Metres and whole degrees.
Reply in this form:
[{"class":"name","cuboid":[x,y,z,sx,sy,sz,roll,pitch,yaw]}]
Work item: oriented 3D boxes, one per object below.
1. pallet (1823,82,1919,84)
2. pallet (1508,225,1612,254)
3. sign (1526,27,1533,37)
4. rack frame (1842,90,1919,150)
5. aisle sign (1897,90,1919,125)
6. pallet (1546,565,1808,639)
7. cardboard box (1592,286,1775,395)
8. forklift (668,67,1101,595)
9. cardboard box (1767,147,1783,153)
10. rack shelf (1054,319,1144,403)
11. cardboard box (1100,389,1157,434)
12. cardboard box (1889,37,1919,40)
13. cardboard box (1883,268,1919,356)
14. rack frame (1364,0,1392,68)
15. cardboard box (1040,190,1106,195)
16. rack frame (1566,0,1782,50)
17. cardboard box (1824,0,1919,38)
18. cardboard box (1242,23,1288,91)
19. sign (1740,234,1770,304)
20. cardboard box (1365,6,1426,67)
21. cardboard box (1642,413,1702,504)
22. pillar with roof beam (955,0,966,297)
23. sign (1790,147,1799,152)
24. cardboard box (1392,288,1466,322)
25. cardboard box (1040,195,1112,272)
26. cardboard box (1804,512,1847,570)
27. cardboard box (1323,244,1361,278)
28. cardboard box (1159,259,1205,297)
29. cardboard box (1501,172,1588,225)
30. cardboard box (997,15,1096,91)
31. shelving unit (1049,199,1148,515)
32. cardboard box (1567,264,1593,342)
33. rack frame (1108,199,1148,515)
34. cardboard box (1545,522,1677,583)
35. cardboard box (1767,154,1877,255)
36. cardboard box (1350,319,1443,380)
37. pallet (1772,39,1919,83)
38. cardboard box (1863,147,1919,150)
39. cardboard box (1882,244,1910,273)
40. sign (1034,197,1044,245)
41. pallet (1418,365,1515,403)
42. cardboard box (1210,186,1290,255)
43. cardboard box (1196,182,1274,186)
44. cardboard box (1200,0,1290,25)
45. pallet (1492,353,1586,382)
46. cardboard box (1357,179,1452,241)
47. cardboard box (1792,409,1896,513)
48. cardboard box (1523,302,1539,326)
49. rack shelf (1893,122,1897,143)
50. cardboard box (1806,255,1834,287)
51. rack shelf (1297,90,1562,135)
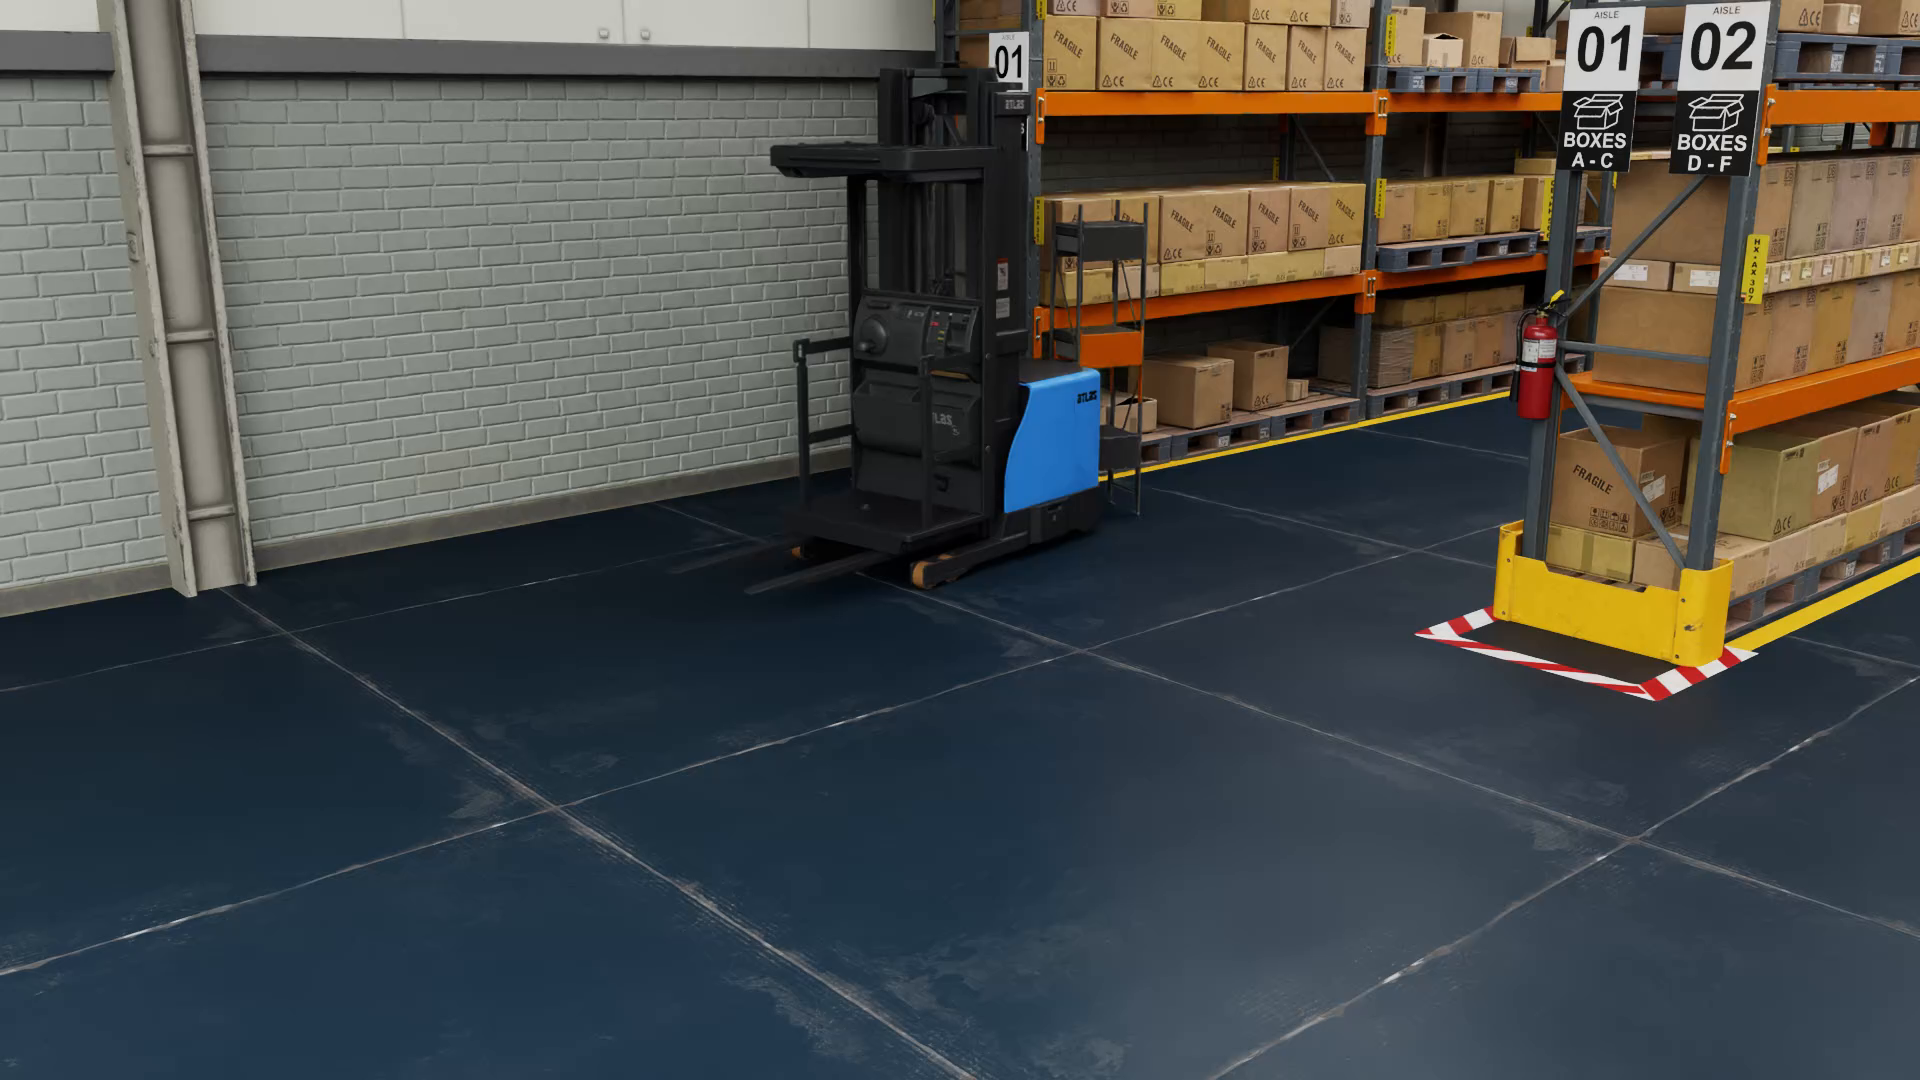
[{"class":"pallet","cuboid":[5.837,-2.884,10.094,1.213,0.211,1.003,-13,19,-39]},{"class":"pallet","cuboid":[5.758,-3.034,16.669,1.003,0.211,1.213,-13,19,-39]},{"class":"sign","cuboid":[5.868,-5.115,17.120,0.005,0.325,0.100,-13,19,-39]},{"class":"rack frame","cuboid":[12.261,-4.624,22.248,0.127,3.000,1.000,-13,19,-39]},{"class":"aisle sign","cuboid":[12.512,-5.834,21.739,0.004,0.787,0.394,-13,19,-39]},{"class":"pallet","cuboid":[3.995,0.260,9.368,1.213,0.211,1.003,-13,19,-39]},{"class":"cardboard box","cuboid":[3.806,-1.075,8.766,0.500,0.500,0.700,-13,19,-39]},{"class":"forklift","cuboid":[-0.402,-1.272,9.832,1.130,2.935,3.031,12,19,38]},{"class":"cardboard box","cuboid":[9.059,-4.381,19.078,0.500,0.250,0.500,-12,19,-38]},{"class":"rack shelf","cuboid":[0.918,-1.193,11.200,0.480,0.518,0.431,-7,16,-24]},{"class":"cardboard box","cuboid":[1.202,-1.023,13.126,0.500,0.311,0.500,-11,18,-35]},{"class":"cardboard box","cuboid":[5.138,-3.142,9.604,0.637,0.503,0.797,-10,18,-33]},{"class":"cardboard box","cuboid":[5.358,-1.424,10.076,0.500,0.500,0.700,-12,19,-39]},{"class":"rack frame","cuboid":[3.209,-5.489,13.863,0.127,3.000,1.000,-13,19,-39]},{"class":"cardboard box","cuboid":[0.793,-2.417,12.787,0.500,0.500,0.500,-12,19,-39]},{"class":"rack frame","cuboid":[3.446,-3.848,7.718,0.127,3.000,1.000,-13,19,-39]},{"class":"cardboard box","cuboid":[4.878,-2.946,8.874,0.500,0.500,0.500,-13,19,-39]},{"class":"cardboard box","cuboid":[2.207,-3.780,13.044,0.500,0.500,0.500,-14,20,-41]},{"class":"sign","cuboid":[3.806,-1.297,7.962,0.005,0.325,0.100,-13,19,-39]},{"class":"cardboard box","cuboid":[3.674,-4.368,14.472,0.500,0.500,0.500,-9,18,-32]},{"class":"cardboard box","cuboid":[4.400,-0.507,9.898,0.500,0.500,0.500,-13,19,-39]},{"class":"pillar with roof beam","cuboid":[2.977,-4.261,9.263,0.400,9.000,9.100,-13,19,-39]},{"class":"sign","cuboid":[9.607,-4.363,19.183,0.005,0.325,0.100,-13,19,-39]},{"class":"cardboard box","cuboid":[4.473,-2.250,15.900,0.500,0.250,0.500,-13,20,-41]},{"class":"cardboard box","cuboid":[0.749,-2.235,12.104,0.500,0.500,0.500,-13,19,-39]},{"class":"cardboard box","cuboid":[4.749,-0.042,9.608,0.500,0.250,0.500,-13,19,-39]},{"class":"cardboard box","cuboid":[3.050,-2.389,14.133,0.500,0.250,0.500,-13,19,-39]},{"class":"cardboard box","cuboid":[1.538,-2.047,12.854,0.500,0.250,0.500,-13,20,-40]},{"class":"cardboard box","cuboid":[5.878,-3.448,16.799,0.700,0.500,0.500,13,20,40]},{"class":"cardboard box","cuboid":[0.608,-3.428,11.728,0.500,0.500,0.500,-12,19,-38]},{"class":"shelving unit","cuboid":[0.918,-1.206,11.196,0.503,2.100,0.431,-7,16,-24]},{"class":"cardboard box","cuboid":[6.867,-2.532,17.768,0.750,0.750,0.750,-13,20,-40]},{"class":"rack frame","cuboid":[1.139,-1.233,11.296,0.015,2.100,0.400,-7,16,-24]},{"class":"cardboard box","cuboid":[3.656,0.028,9.349,0.500,0.250,0.500,-13,19,-39]},{"class":"cardboard box","cuboid":[4.619,-1.886,9.290,0.500,0.500,0.700,-13,19,-39]},{"class":"cardboard box","cuboid":[4.110,-1.821,15.746,0.500,0.500,0.700,-13,20,-40]},{"class":"pallet","cuboid":[4.917,-2.679,9.324,1.213,0.211,1.003,-13,19,-39]},{"class":"cardboard box","cuboid":[6.133,-2.226,10.563,0.500,0.500,0.700,-13,19,-39]},{"class":"cardboard box","cuboid":[5.241,-1.641,9.629,0.250,0.149,0.380,-12,19,-38]},{"class":"sign","cuboid":[0.547,-2.226,11.594,0.005,0.325,0.100,-13,19,-39]},{"class":"pallet","cuboid":[4.716,-1.584,16.270,1.213,0.211,1.003,-13,19,-39]},{"class":"cardboard box","cuboid":[2.295,-2.581,13.400,0.500,0.500,0.500,-13,20,-41]},{"class":"cardboard box","cuboid":[2.324,-2.765,14.086,0.500,0.500,0.500,-13,20,-40]},{"class":"cardboard box","cuboid":[2.215,-4.258,12.896,0.500,0.500,0.500,-14,20,-41]},{"class":"pallet","cuboid":[5.636,-1.789,17.040,1.213,0.211,1.003,-13,19,-39]},{"class":"cardboard box","cuboid":[4.041,-3.025,15.215,0.500,0.500,0.700,-10,18,-34]},{"class":"cardboard box","cuboid":[5.130,-0.487,9.824,0.500,0.500,0.500,-13,19,-39]},{"class":"cardboard box","cuboid":[5.717,-2.141,16.945,0.500,0.500,0.700,-12,19,-39]},{"class":"rack shelf","cuboid":[7.972,-3.068,12.004,4.000,0.370,1.077,-13,19,-39]},{"class":"cardboard box","cuboid":[4.461,-1.465,8.973,0.250,0.149,0.380,-13,20,-40]},{"class":"rack shelf","cuboid":[4.717,-4.031,15.612,4.000,0.370,1.077,-13,19,-39]}]
